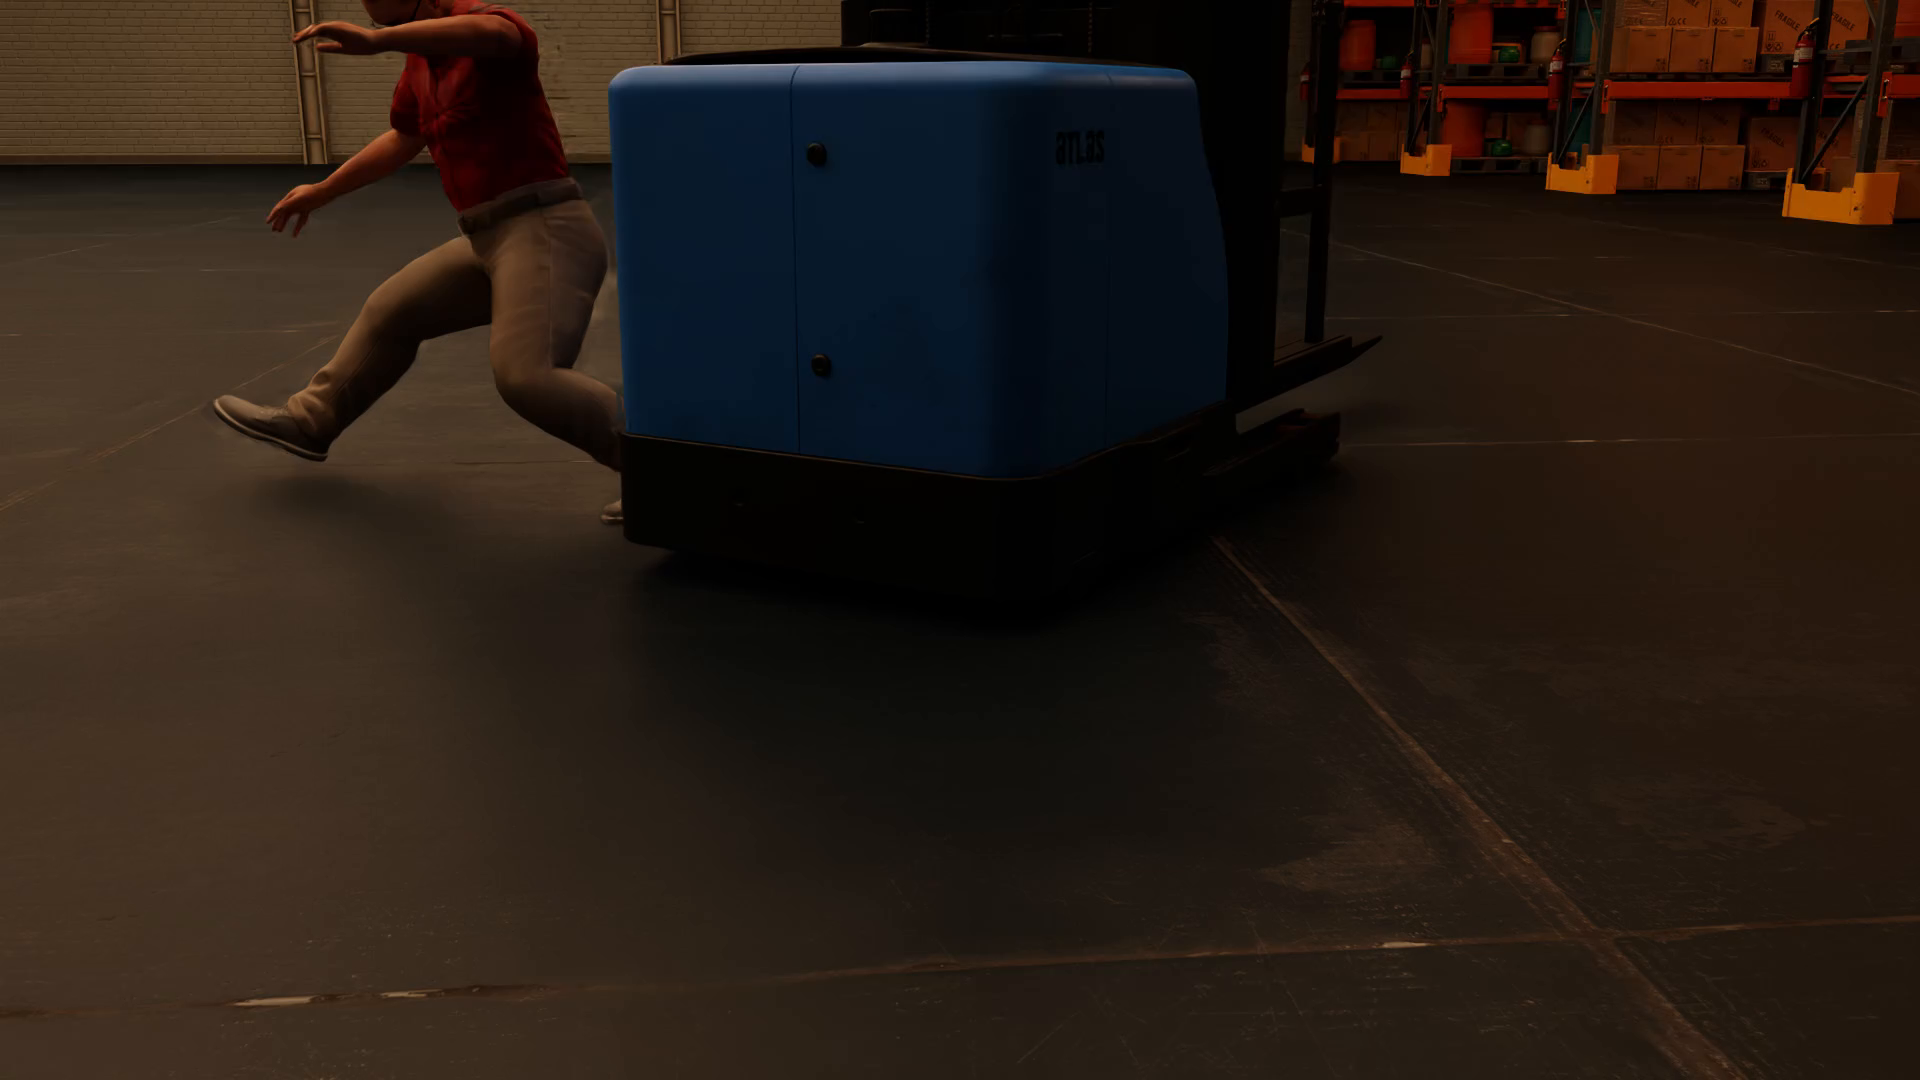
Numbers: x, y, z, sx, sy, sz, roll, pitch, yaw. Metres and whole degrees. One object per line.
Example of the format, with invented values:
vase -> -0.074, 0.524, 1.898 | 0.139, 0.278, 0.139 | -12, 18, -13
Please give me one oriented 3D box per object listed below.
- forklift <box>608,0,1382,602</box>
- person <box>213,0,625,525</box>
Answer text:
forklift -> 0.419, -1.620, 4.333 | 1.130, 2.935, 3.031 | 8, 17, 29
person -> -1.340, -0.782, 4.285 | 1.038, 1.366, 1.225 | -9, 17, -30
